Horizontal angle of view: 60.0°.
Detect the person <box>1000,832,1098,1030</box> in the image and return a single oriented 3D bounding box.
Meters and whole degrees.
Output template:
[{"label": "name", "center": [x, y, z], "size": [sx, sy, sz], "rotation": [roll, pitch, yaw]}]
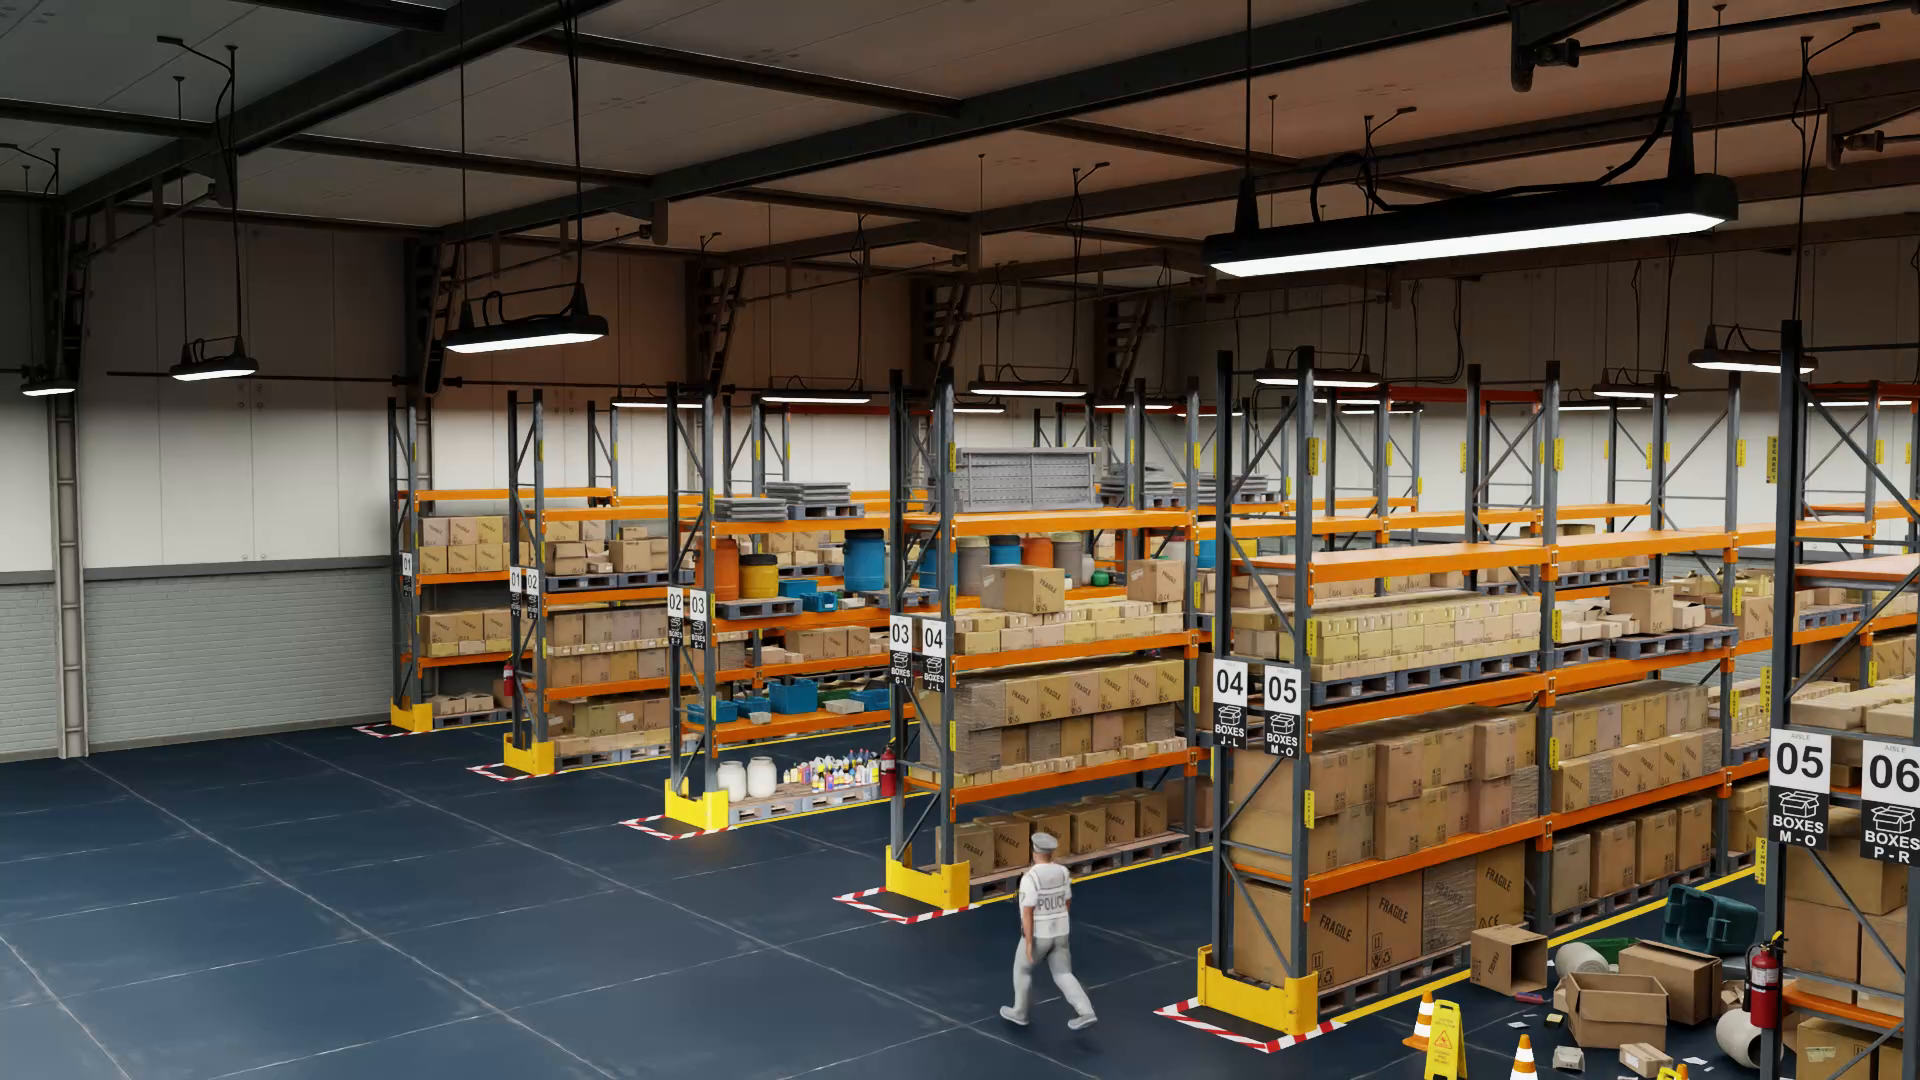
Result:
[{"label": "person", "center": [0.757, 3.439, 14.558], "size": [0.539, 1.724, 1.019], "rotation": [-3, 4, -38]}]
